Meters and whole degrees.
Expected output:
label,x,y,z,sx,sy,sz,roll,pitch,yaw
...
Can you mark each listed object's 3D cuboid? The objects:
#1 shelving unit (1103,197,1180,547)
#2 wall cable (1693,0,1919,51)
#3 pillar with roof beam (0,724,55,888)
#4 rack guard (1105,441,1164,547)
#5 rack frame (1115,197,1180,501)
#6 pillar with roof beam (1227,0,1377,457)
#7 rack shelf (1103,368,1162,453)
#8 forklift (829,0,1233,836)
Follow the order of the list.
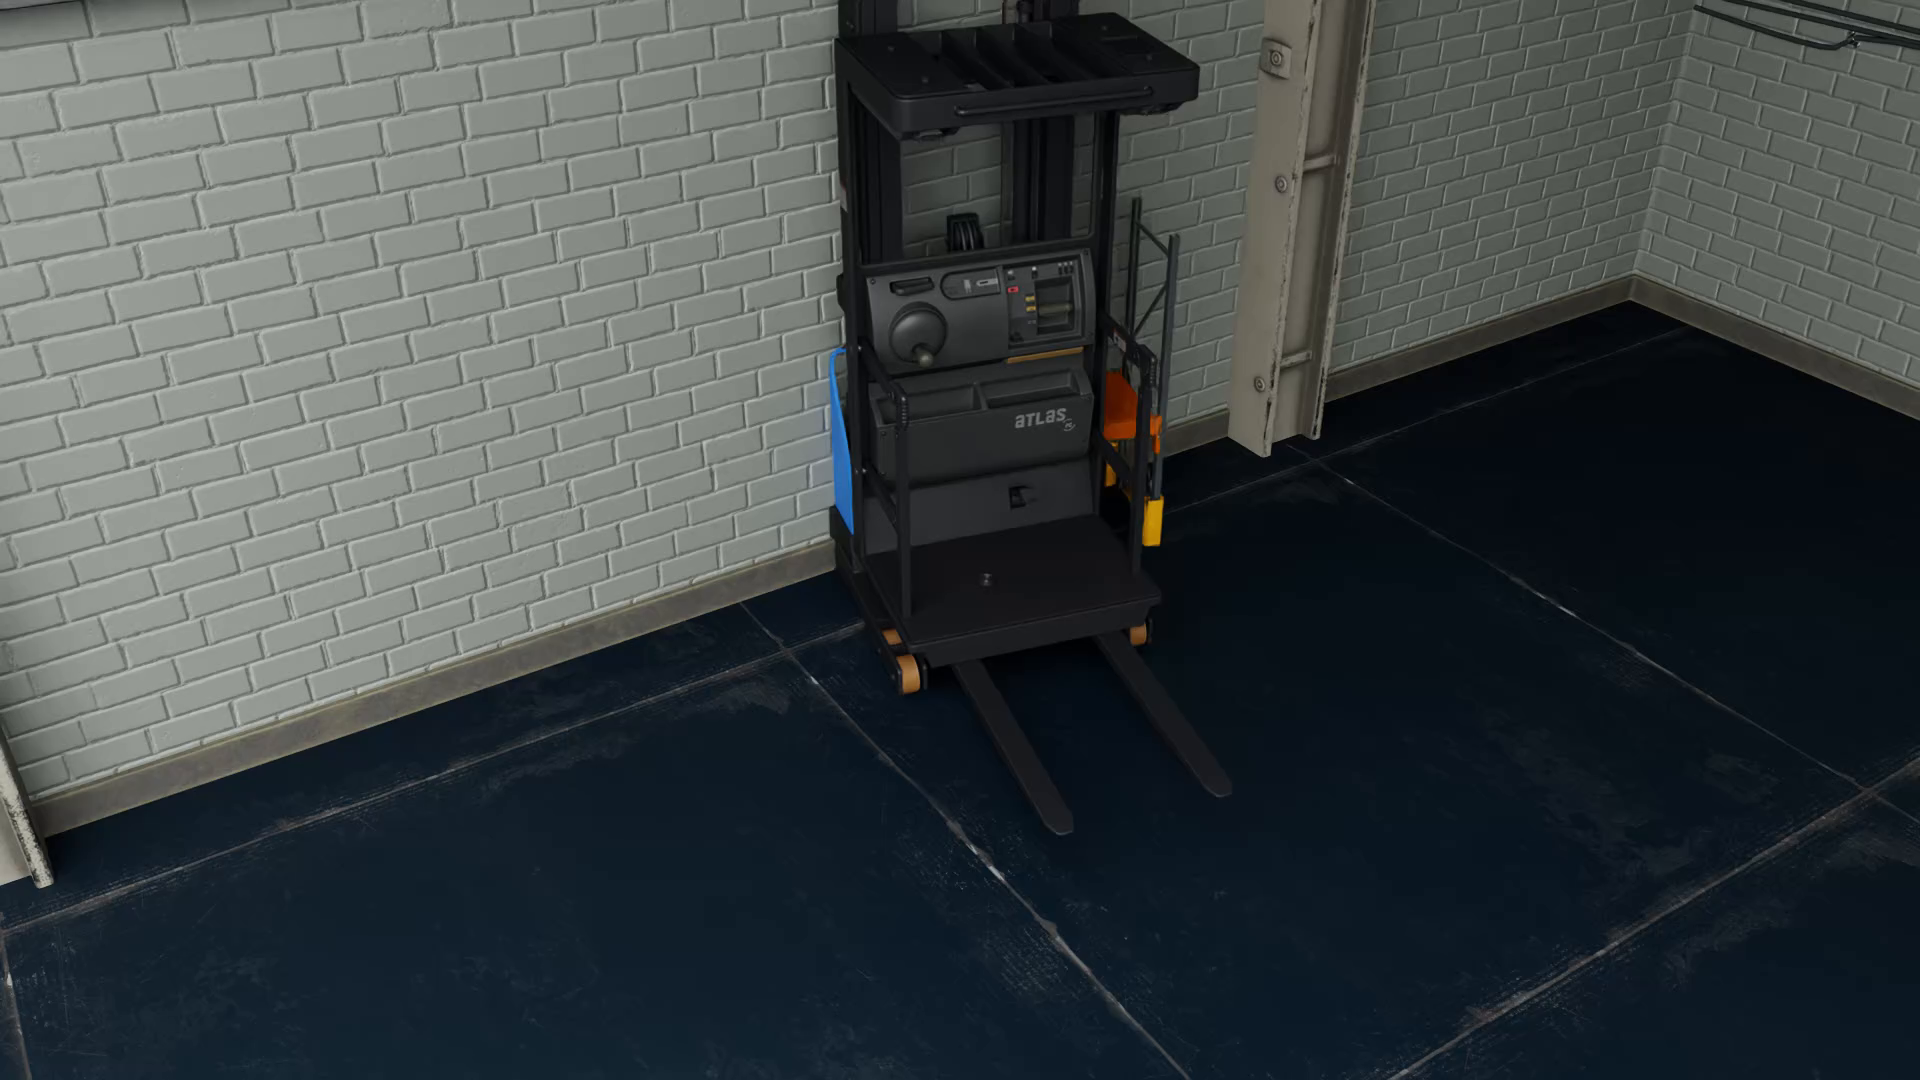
label,x,y,z,sx,sy,sz,roll,pitch,yaw
shelving unit,0.342,-0.686,7.442,1.083,1.500,0.587,-8,32,-13
wall cable,4.808,-3.294,7.447,0.112,2.526,3.097,-19,37,-27
pillar with roof beam,-1.095,-0.683,0.399,0.400,9.000,9.100,-19,37,-27
rack guard,0.821,-0.220,7.880,0.087,0.250,0.587,-8,32,-13
rack frame,0.841,-0.755,7.557,0.032,1.500,0.500,-8,32,-13
pillar with roof beam,3.948,-2.418,3.148,0.400,9.000,9.100,-19,37,-27
rack shelf,0.350,-0.534,7.538,1.000,0.185,0.538,-8,32,-13
forklift,0.163,-0.857,6.362,1.130,2.935,3.031,-10,34,-16
